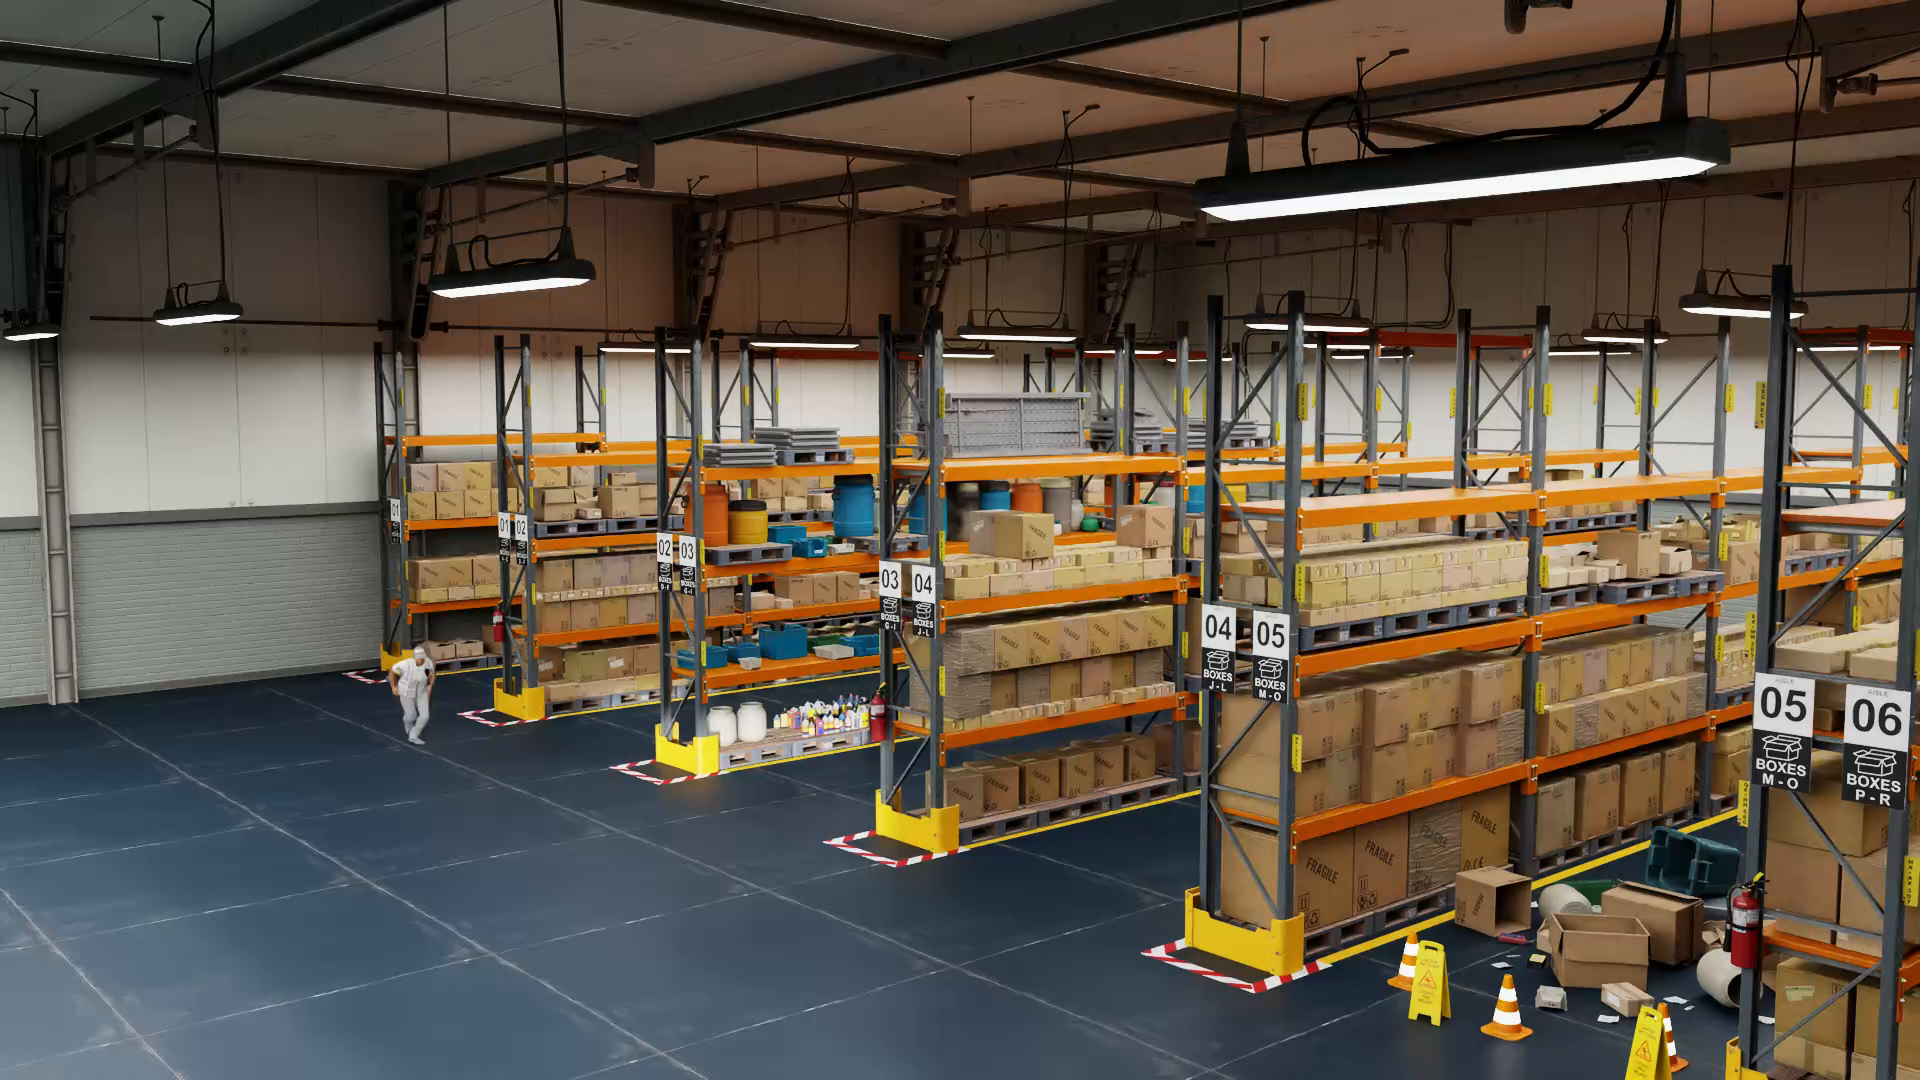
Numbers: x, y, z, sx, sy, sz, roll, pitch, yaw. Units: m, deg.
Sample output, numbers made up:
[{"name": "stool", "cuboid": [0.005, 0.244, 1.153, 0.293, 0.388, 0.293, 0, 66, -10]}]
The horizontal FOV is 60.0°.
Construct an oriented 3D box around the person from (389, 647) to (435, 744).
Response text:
[{"name": "person", "cuboid": [-7.917, 2.251, 24.048, 0.631, 1.484, 0.857, -3, 6, -33]}]
